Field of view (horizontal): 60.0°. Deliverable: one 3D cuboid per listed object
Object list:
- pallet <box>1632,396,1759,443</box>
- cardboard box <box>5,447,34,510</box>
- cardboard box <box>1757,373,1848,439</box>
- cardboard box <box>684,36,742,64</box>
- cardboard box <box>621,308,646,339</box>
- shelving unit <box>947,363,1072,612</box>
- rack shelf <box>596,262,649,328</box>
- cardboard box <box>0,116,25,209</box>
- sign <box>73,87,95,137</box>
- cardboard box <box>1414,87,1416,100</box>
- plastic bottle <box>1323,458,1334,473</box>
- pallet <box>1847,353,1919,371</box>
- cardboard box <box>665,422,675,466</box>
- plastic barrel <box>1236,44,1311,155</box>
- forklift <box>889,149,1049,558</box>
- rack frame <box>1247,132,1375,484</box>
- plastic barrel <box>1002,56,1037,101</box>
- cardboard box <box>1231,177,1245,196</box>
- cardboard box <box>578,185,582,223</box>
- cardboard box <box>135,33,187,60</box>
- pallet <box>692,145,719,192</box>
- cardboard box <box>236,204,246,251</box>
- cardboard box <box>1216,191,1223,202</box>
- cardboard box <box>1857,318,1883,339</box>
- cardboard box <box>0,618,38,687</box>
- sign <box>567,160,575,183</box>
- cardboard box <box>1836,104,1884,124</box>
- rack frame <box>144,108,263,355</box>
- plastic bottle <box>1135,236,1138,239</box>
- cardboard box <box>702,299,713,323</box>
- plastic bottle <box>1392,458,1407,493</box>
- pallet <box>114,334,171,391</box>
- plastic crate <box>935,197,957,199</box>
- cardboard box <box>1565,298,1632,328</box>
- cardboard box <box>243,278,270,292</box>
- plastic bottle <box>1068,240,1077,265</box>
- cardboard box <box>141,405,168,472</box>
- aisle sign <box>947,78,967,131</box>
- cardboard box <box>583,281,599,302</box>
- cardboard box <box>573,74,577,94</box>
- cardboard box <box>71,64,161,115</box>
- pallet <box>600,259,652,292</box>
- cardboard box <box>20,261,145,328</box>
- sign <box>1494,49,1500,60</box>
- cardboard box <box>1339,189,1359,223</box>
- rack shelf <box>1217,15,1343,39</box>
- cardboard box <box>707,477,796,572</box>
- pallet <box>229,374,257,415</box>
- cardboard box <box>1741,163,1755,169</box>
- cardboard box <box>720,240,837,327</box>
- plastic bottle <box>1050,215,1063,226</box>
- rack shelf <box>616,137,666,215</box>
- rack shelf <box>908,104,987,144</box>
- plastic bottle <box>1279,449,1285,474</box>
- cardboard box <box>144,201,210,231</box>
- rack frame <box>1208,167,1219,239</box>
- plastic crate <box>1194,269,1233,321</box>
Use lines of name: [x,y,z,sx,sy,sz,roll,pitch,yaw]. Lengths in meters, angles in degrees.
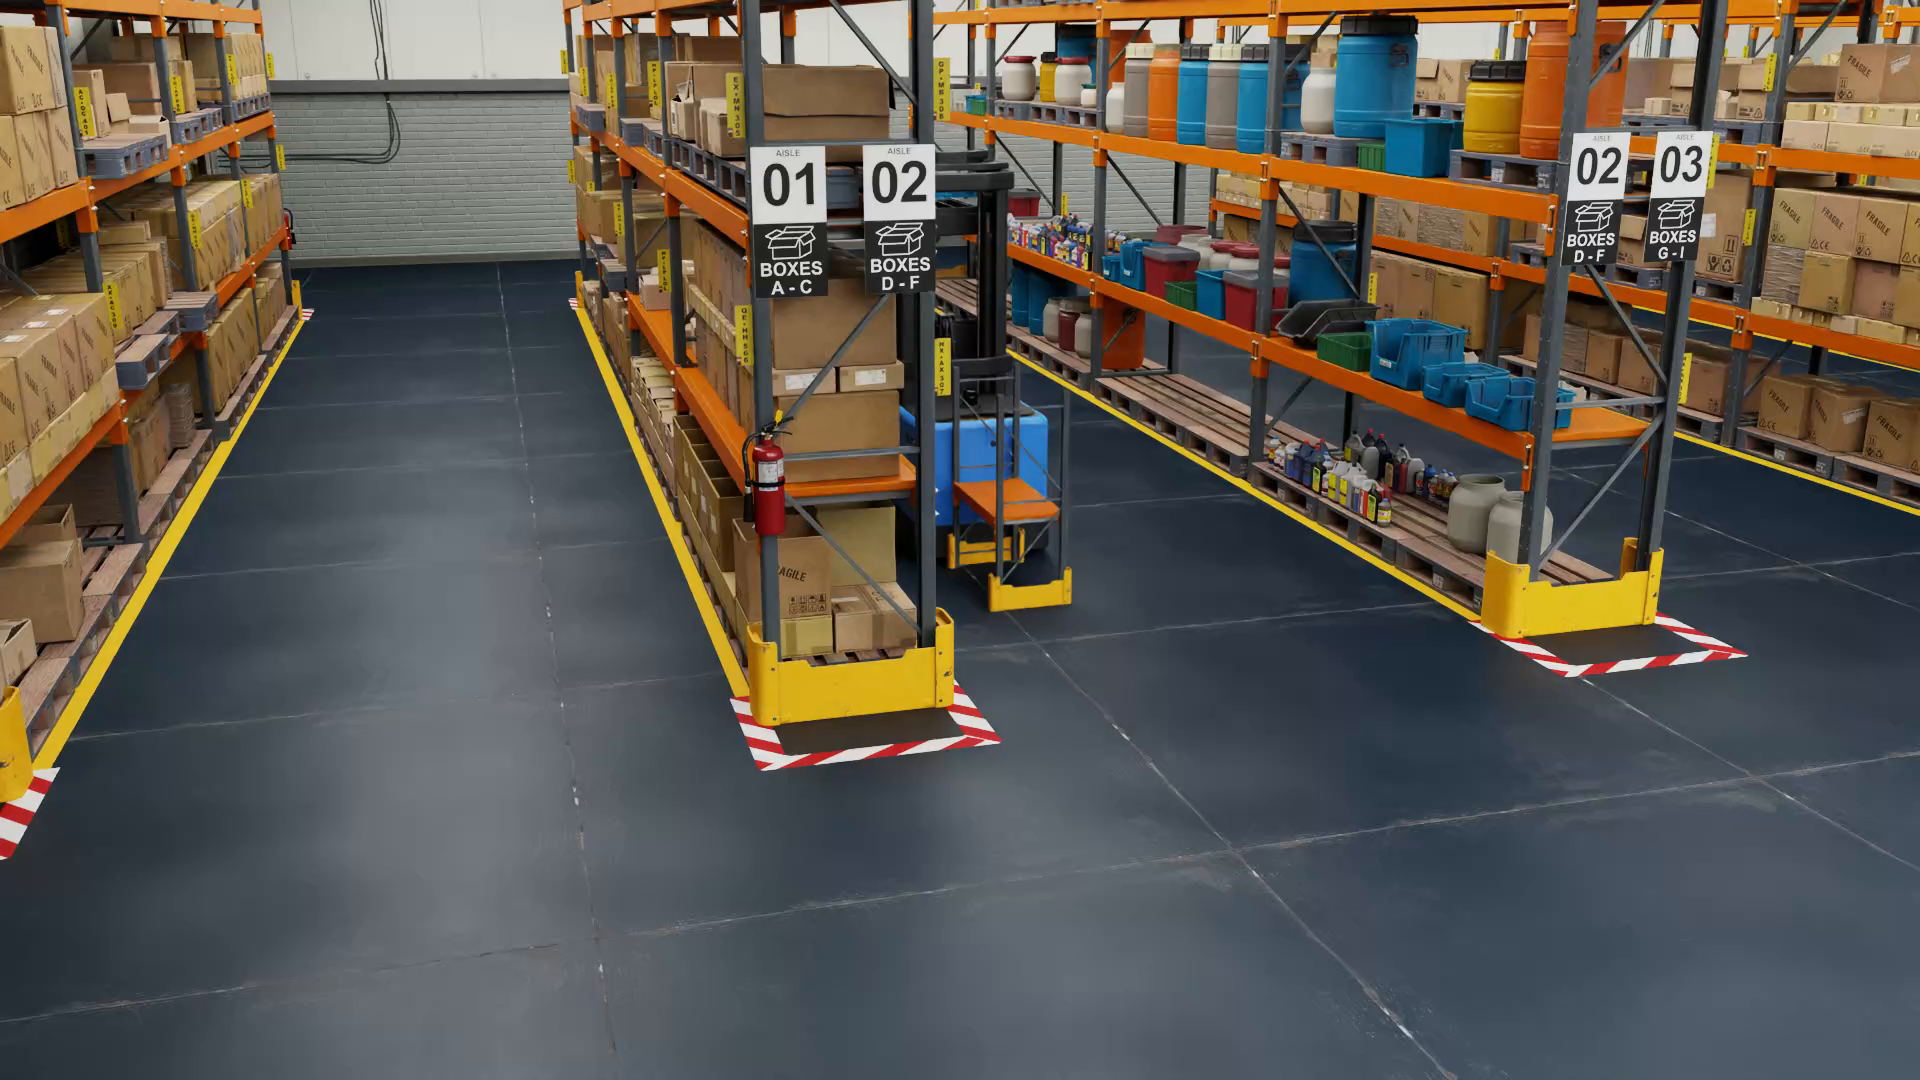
pallet: [7.575,-1.245,16.729,1.003,0.211,1.213,-5,17,-15]
cardboard box: [-5.384,-0.324,9.043,0.500,0.250,0.500,-5,18,-17]
cardboard box: [7.861,-1.255,15.532,0.500,0.500,0.500,-5,18,-17]
cardboard box: [-1.868,-3.682,13.008,0.500,0.500,0.500,-4,17,-15]
cardboard box: [-3.338,-2.317,17.730,0.500,0.250,0.500,-4,17,-13]
shelving unit: [0.335,-0.399,11.673,0.587,1.500,1.083,-5,17,-16]
rack shelf: [-3.385,-2.898,18.636,1.077,0.370,4.000,-5,17,-15]
cardboard box: [-5.678,-2.131,9.411,0.500,0.500,0.500,-4,17,-12]
sign: [-5.978,-2.919,11.344,0.100,0.325,0.005,-5,17,-15]
cardboard box: [5.856,-5.672,21.112,0.380,0.149,0.250,-5,18,-18]
plastic bottle: [2.979,-0.532,13.485,0.097,0.271,0.097,0,17,0]
pallet: [11.632,-2.276,20.163,1.003,0.211,1.213,-5,17,-15]
cardboard box: [-2.123,-0.825,13.560,0.500,0.311,0.500,-5,17,-15]
plastic barrel: [2.679,-3.774,14.215,0.600,0.901,0.708,-5,17,-15]
forklift: [-0.245,-1.652,13.357,1.130,2.935,3.031,-5,17,-16]
rack frame: [3.028,-1.973,14.308,1.000,3.000,0.127,-5,17,-15]
plastic barrel: [0.733,-5.724,20.613,0.433,0.535,0.433,0,17,0]
cardboard box: [4.514,-5.458,25.651,0.500,0.250,0.500,-5,17,-16]
cardboard box: [-5.019,-4.664,23.092,0.500,0.500,0.500,-5,17,-16]
cardboard box: [-9.113,-5.551,19.056,0.500,0.500,0.500,-5,17,-16]
pallet: [-1.145,-2.406,10.689,1.003,0.211,1.213,-5,17,-15]
cardboard box: [-8.327,-3.495,18.648,0.500,0.500,0.500,-5,17,-16]
cardboard box: [4.272,-5.440,26.284,0.380,0.149,0.250,-4,17,-15]
cardboard box: [7.927,-1.818,14.226,0.380,0.149,0.250,-5,17,-15]
cardboard box: [-5.659,0.637,9.526,0.500,0.311,0.500,-3,17,-11]
sign: [-5.555,-5.274,23.790,0.100,0.325,0.005,-5,17,-15]
cardboard box: [7.776,-3.661,14.280,0.380,0.149,0.250,-5,17,-15]
rack frame: [-8.696,-3.403,19.067,1.000,3.000,0.127,-5,17,-15]
plastic bottle: [2.000,-3.338,19.053,0.061,0.283,0.133,-5,17,-15]
cardboard box: [-1.633,-1.639,11.892,0.380,0.149,0.250,-5,17,-16]
plastic bottle: [3.562,-0.532,13.465,0.061,0.283,0.133,-5,17,-15]
pallet: [-6.568,-1.321,12.470,1.003,0.211,1.213,-5,17,-15]
plastic crate: [-0.157,-4.783,23.847,0.416,0.233,0.300,-5,17,-15]
cardboard box: [7.059,-2.515,18.389,0.500,0.250,0.500,-3,17,-9]
cardboard box: [-8.866,-3.186,20.833,0.380,0.149,0.250,-5,17,-17]
plastic bottle: [1.276,-3.248,18.773,0.097,0.271,0.097,0,17,0]
cardboard box: [-7.156,-0.828,14.076,0.700,0.500,0.500,-5,17,-16]
aisle sign: [-0.008,-6.581,25.128,0.394,0.787,0.004,-5,17,-15]
cardboard box: [-5.020,-3.485,23.354,0.500,0.250,0.500,-5,17,-15]
cardboard box: [-4.869,-6.067,22.113,0.500,0.250,0.500,-5,17,-15]
cardboard box: [-7.783,-4.119,15.298,0.700,0.500,0.500,-6,18,-20]
pallet: [-3.089,-2.779,17.324,1.213,0.211,1.003,-5,17,-15]
cardboard box: [-6.963,-1.927,13.215,0.700,0.500,0.500,-2,17,-8]
sign: [8.767,-7.861,27.174,0.100,0.325,0.005,-5,17,-15]
cardboard box: [5.477,-4.479,22.475,0.500,0.500,0.500,-5,17,-15]
rack shelf: [5.042,-7.468,24.118,1.077,0.370,4.000,-5,17,-15]
cardboard box: [-1.359,-0.120,10.884,0.500,0.500,0.500,-5,17,-15]
pallet: [-8.073,-1.522,17.652,1.003,0.211,1.213,-5,17,-15]
cardboard box: [13.876,-6.360,28.738,0.500,0.500,0.500,-5,17,-16]
cardboard box: [-1.194,-1.713,11.013,0.700,0.500,0.500,-5,17,-15]
plastic bottle: [1.248,-4.043,21.415,0.152,0.276,0.135,-5,17,-15]
rack shelf: [-2.286,-3.228,14.521,1.077,0.370,4.000,-5,17,-15]
rack shelf: [0.280,-5.832,23.188,1.077,0.370,4.000,-5,17,-15]
plastic bottle: [2.750,-0.665,14.051,0.097,0.201,0.097,0,17,0]
cardboard box: [-7.623,-3.150,16.197,0.500,0.250,0.500,-5,17,-16]
rack frame: [4.492,-5.684,26.662,1.000,3.000,0.127,-5,17,-15]
plastic crate: [2.425,-2.246,15.244,0.392,0.384,0.575,-5,17,-15]
